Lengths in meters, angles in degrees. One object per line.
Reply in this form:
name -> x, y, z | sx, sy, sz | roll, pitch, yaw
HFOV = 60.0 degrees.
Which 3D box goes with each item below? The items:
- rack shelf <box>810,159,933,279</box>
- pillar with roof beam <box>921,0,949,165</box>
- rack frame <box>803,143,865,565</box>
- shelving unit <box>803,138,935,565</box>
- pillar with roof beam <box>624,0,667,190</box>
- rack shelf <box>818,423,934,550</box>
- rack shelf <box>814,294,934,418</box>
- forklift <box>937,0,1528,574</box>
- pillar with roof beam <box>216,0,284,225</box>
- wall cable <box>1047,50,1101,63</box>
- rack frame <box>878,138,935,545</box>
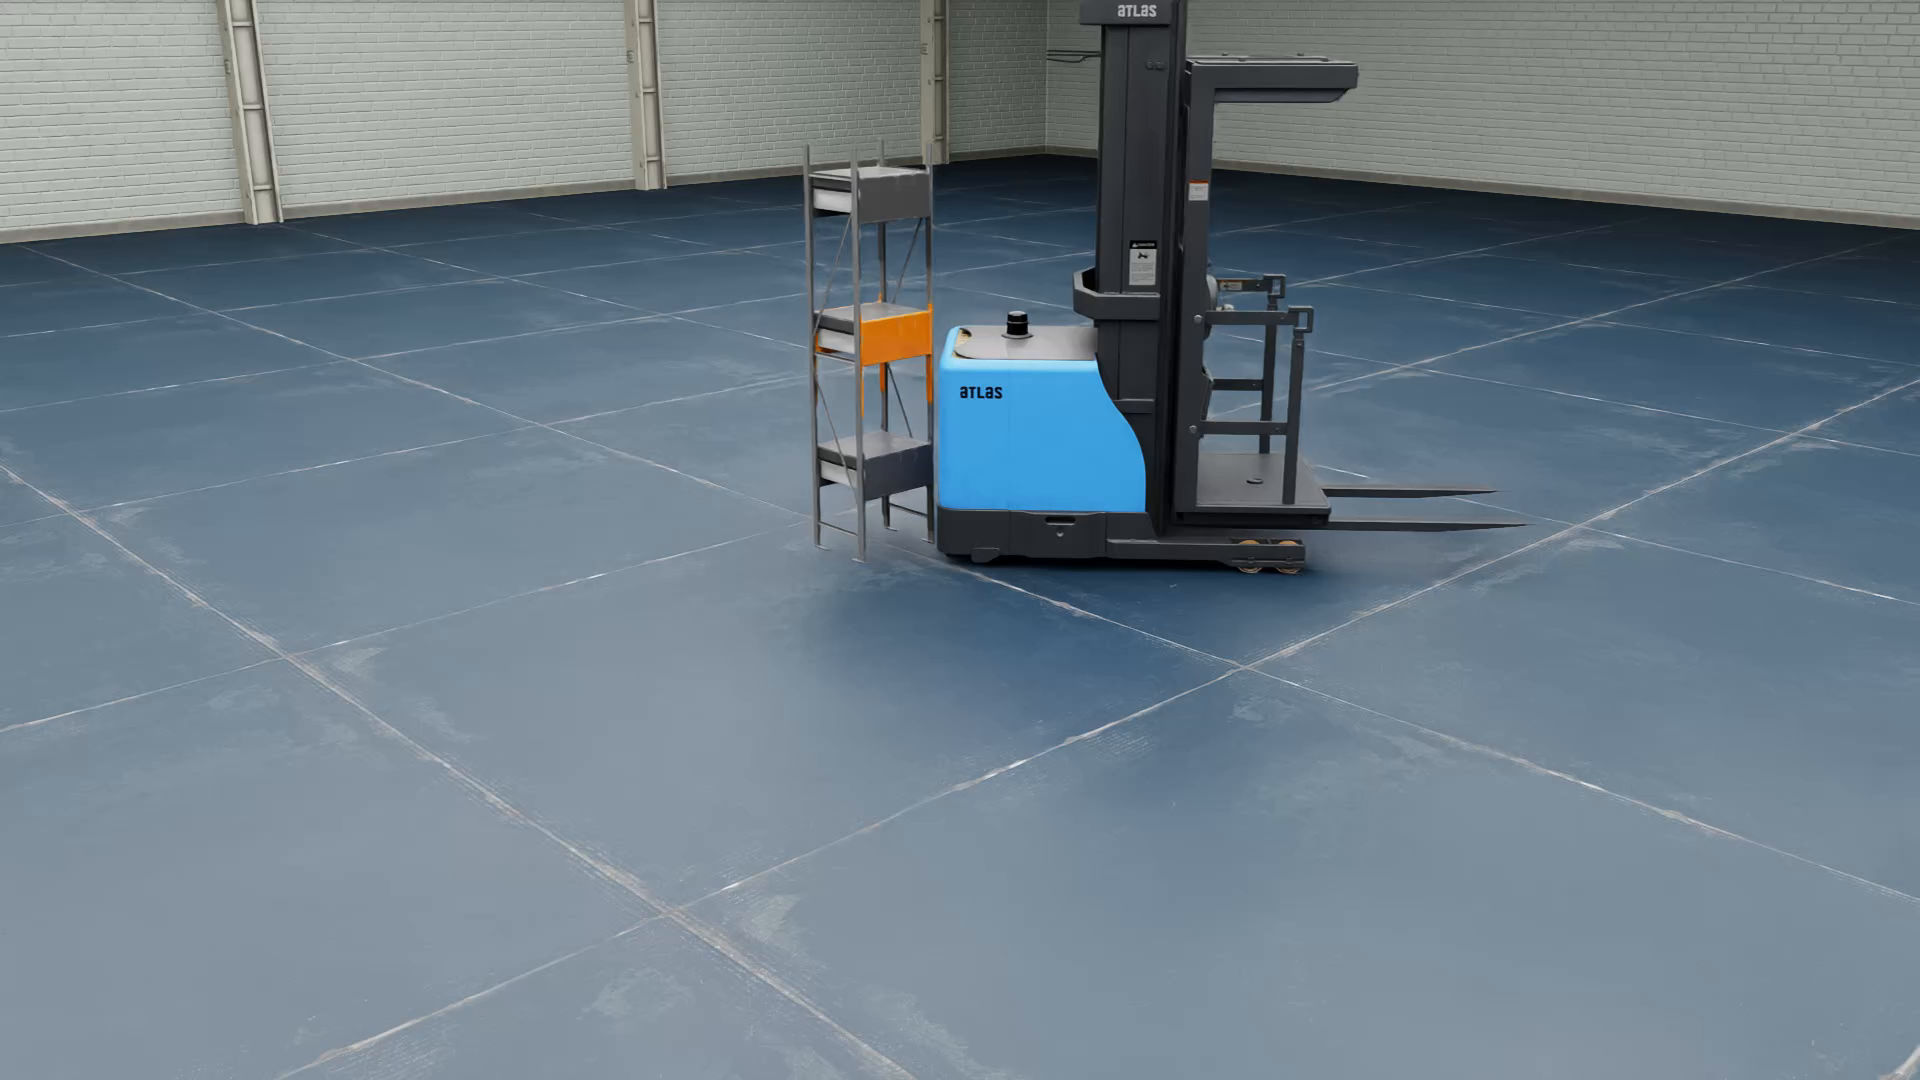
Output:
rack shelf -> -0.456, -1.622, 8.357 | 0.480, 0.518, 0.431 | -16, 24, -41
pillar with roof beam -> 2.520, -10.042, 25.367 | 0.400, 9.000, 9.100 | -16, 24, -41
rack frame -> -0.634, -0.917, 8.409 | 0.015, 2.100, 0.400 | -16, 24, -41
shelving unit -> -0.456, -0.969, 8.569 | 0.503, 2.100, 0.431 | -16, 24, -41
pillar with roof beam -> -1.840, -8.771, 21.446 | 0.400, 9.000, 9.100 | -16, 24, -41
rack shelf -> -0.456, -0.290, 8.789 | 0.480, 0.518, 0.431 | -16, 24, -41
rack shelf -> -0.456, -0.956, 8.573 | 0.480, 0.518, 0.431 | -16, 24, -41
forklift -> 1.414, -1.390, 8.521 | 3.031, 2.935, 1.130 | 1, 18, 3
pillar with roof beam -> -6.200, -7.500, 17.525 | 0.400, 9.000, 9.100 | -16, 24, -41
wall cable -> 2.611, -9.858, 29.833 | 0.112, 2.526, 3.097 | -16, 24, -41
rack frame -> -0.279, -1.021, 8.728 | 0.015, 2.100, 0.400 | -16, 24, -41
